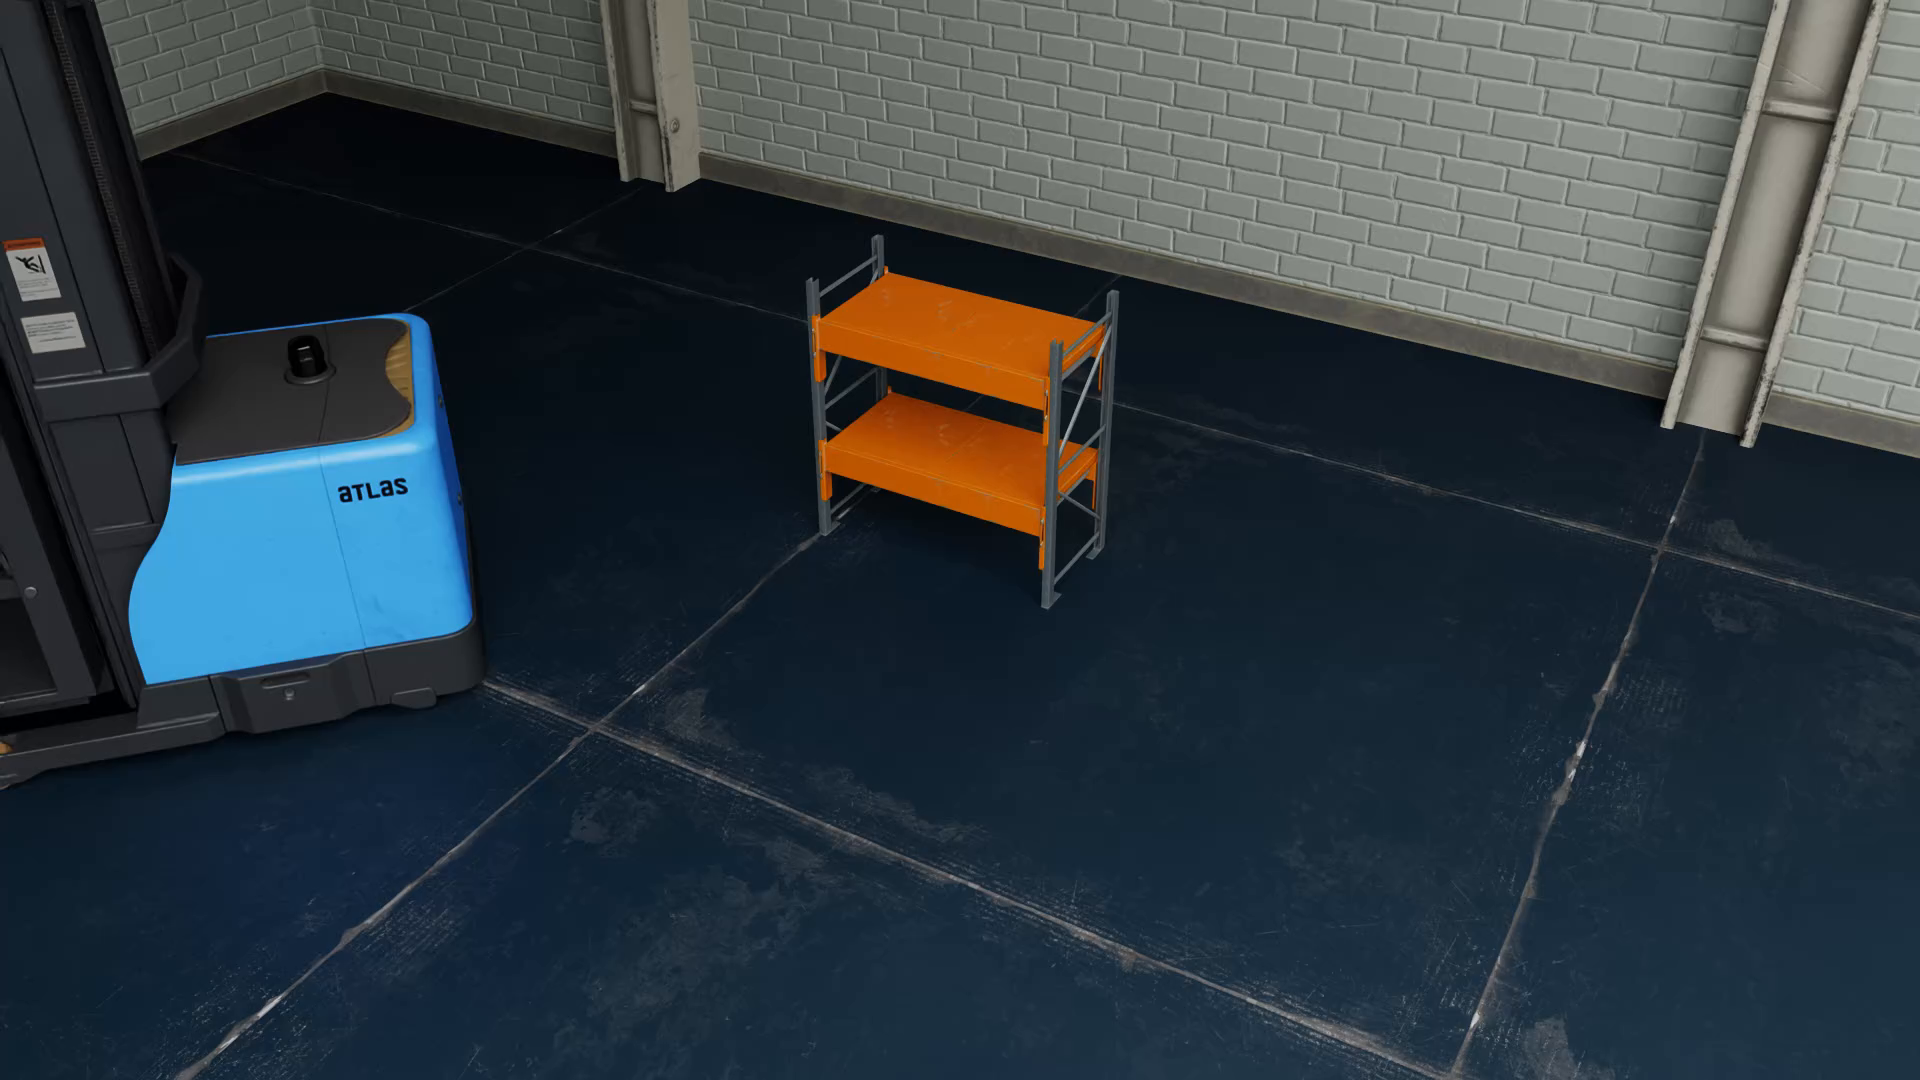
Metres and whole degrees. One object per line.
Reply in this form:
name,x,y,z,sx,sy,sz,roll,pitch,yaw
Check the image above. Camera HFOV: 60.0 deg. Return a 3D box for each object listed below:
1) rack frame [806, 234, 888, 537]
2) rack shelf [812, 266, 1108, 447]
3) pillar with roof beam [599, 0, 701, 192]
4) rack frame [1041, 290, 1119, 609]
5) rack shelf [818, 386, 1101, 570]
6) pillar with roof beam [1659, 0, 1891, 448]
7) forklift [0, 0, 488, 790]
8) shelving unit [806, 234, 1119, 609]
rack frame,-0.435,-0.606,6.645,0.032,1.125,0.500,18,37,24
rack shelf,0.006,-0.710,6.273,1.000,0.278,0.538,18,37,24
pillar with roof beam,-3.934,-3.858,4.425,0.400,9.000,9.100,18,37,24
rack frame,0.447,-0.327,6.225,0.032,1.125,0.500,18,37,24
rack shelf,0.006,-0.263,6.571,1.000,0.278,0.538,18,37,24
pillar with roof beam,1.275,-2.208,1.947,0.400,9.000,9.100,18,37,24
forklift,-3.257,-0.684,5.133,3.031,2.935,1.130,-9,35,-14
shelving unit,0.006,-0.466,6.435,1.048,1.125,0.538,18,37,24
